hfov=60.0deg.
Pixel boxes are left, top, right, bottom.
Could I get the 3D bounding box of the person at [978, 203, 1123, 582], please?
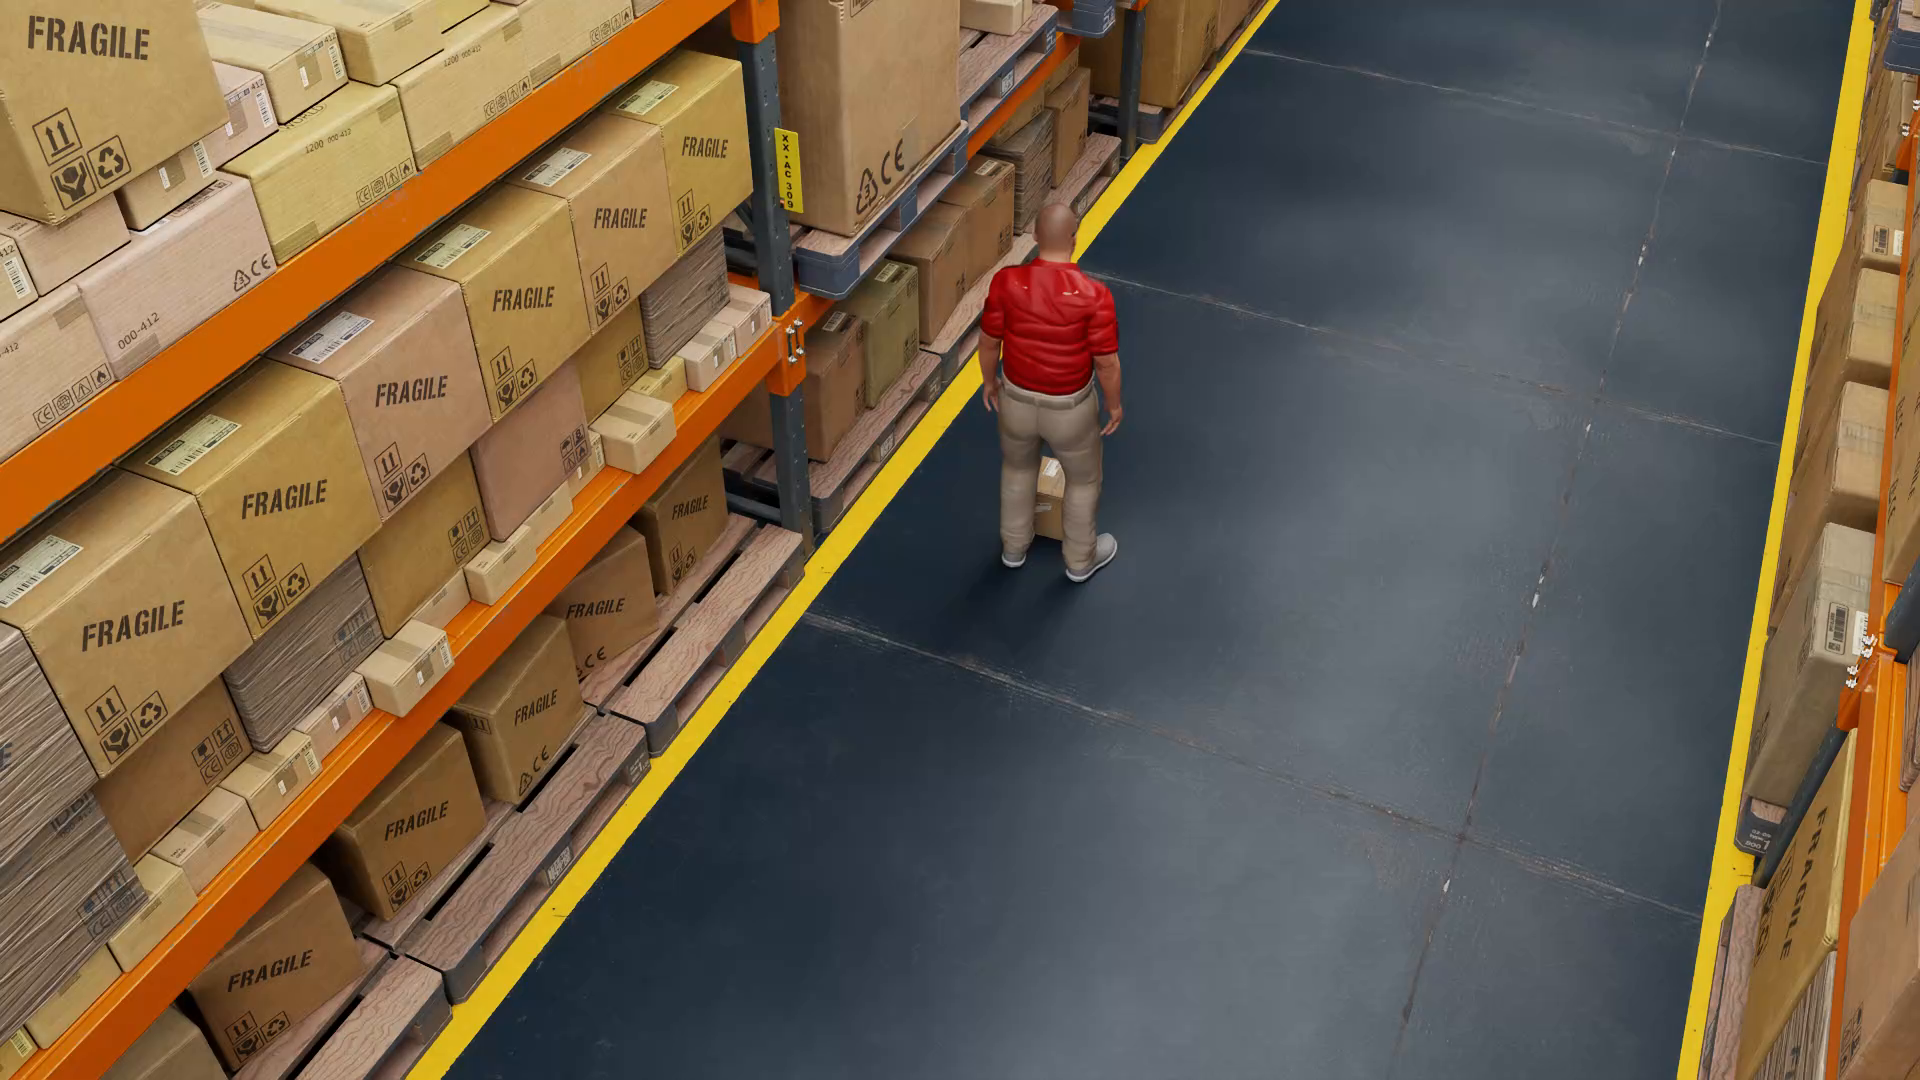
[{"bbox_3d":[0.371,-0.575,6.814,0.602,1.727,0.386,13,43,15],"label":"person"}]
